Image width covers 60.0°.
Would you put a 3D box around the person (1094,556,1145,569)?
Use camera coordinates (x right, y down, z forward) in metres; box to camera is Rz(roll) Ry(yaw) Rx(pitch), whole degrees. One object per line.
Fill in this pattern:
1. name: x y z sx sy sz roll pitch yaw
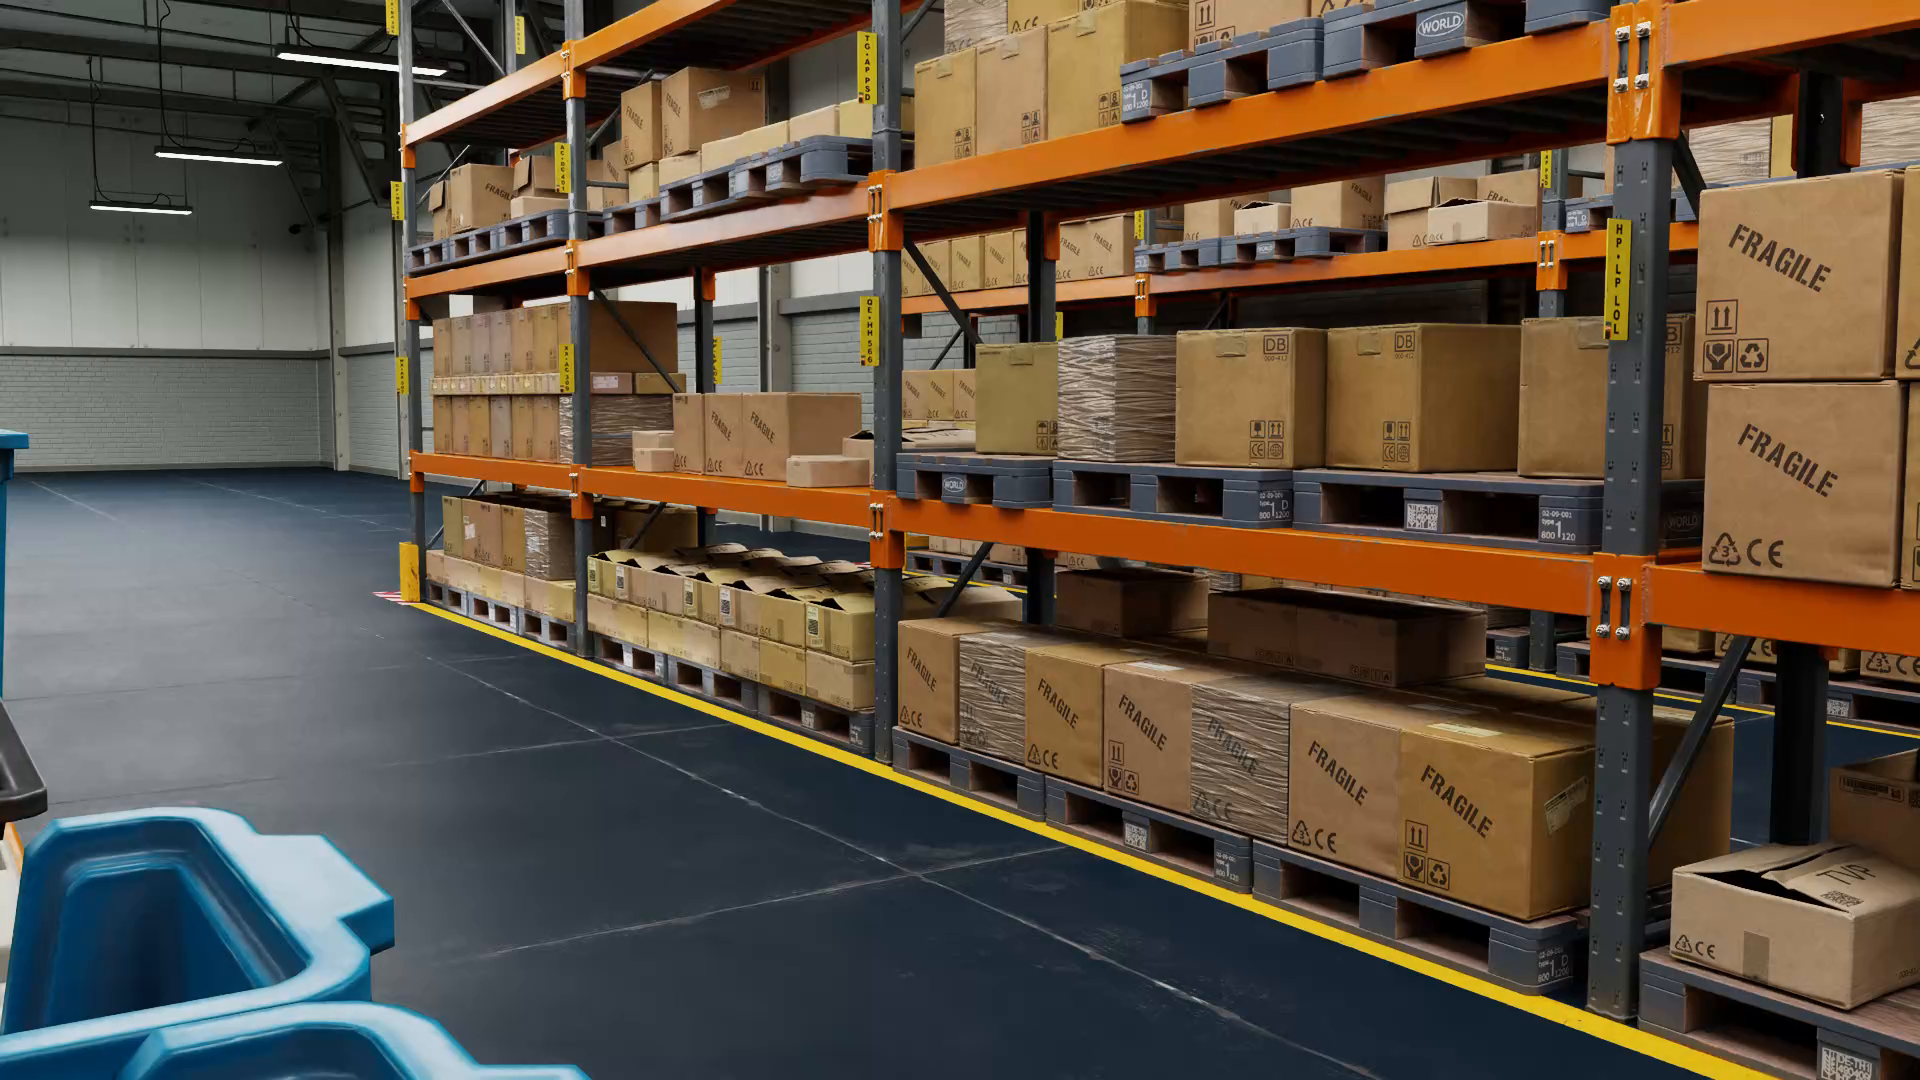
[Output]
1. person: 1.182 -0.100 12.237 0.469 1.666 0.563 -4 6 -37
